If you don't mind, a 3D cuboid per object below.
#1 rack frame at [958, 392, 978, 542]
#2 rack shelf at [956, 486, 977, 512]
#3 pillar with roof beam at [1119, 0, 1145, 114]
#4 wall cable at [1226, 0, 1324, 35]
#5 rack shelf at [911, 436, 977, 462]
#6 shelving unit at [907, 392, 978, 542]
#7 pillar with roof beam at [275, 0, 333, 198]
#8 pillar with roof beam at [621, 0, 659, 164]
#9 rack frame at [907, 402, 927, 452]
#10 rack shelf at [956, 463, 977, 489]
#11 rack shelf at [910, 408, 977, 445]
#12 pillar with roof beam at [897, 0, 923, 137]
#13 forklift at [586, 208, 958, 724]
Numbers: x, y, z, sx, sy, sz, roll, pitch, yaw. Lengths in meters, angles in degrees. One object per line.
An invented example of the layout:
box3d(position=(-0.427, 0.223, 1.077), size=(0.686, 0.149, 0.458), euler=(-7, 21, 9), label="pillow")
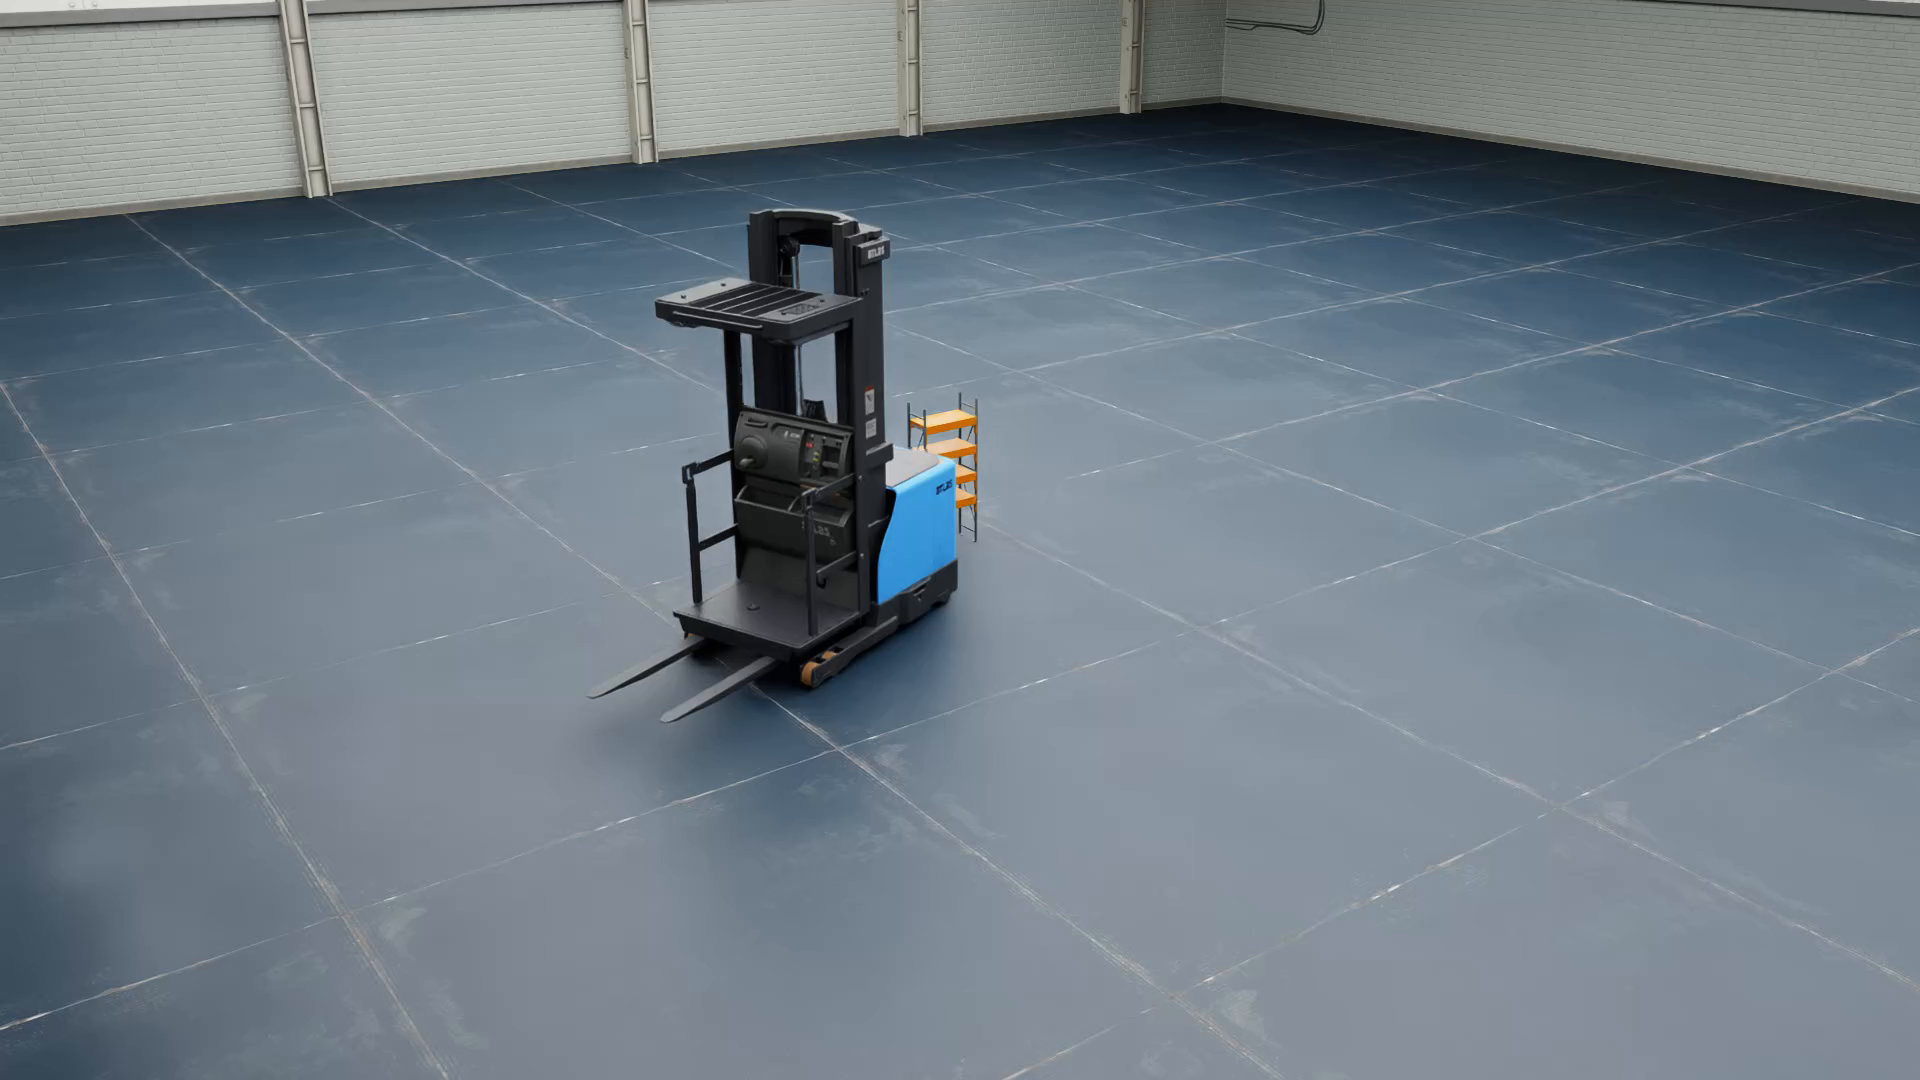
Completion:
box3d(position=(0.064, -0.574, 13.217), size=(0.015, 1.200, 0.240), euler=(-15, 26, -33), label="rack frame")
box3d(position=(-0.134, -0.275, 13.183), size=(0.480, 0.148, 0.258), euler=(-15, 26, -33), label="rack shelf")
box3d(position=(6.365, -12.561, 32.733), size=(0.400, 9.000, 9.100), euler=(-15, 26, -33), label="pillar with roof beam")
box3d(position=(7.014, -12.654, 37.156), size=(0.112, 2.526, 3.097), euler=(-15, 26, -33), label="wall cable")
box3d(position=(-0.134, -0.667, 13.026), size=(0.480, 0.148, 0.258), euler=(-15, 26, -33), label="rack shelf")
box3d(position=(-0.134, -0.521, 13.084), size=(0.503, 1.200, 0.258), euler=(-15, 26, -33), label="shelving unit")
box3d(position=(-8.246, -8.665, 22.970), size=(0.400, 9.000, 9.100), euler=(-15, 26, -33), label="pillar with roof beam")
box3d(position=(-3.376, -9.964, 26.224), size=(0.400, 9.000, 9.100), euler=(-15, 26, -33), label="pillar with roof beam")
box3d(position=(-0.332, -0.469, 12.952), size=(0.015, 1.200, 0.240), euler=(-15, 26, -33), label="rack frame")
box3d(position=(-0.134, -0.459, 13.109), size=(0.480, 0.148, 0.258), euler=(-15, 26, -33), label="rack shelf")
box3d(position=(-0.134, -0.886, 12.939), size=(0.480, 0.148, 0.258), euler=(-15, 26, -33), label="rack shelf")
box3d(position=(1.494, -11.263, 29.479), size=(0.400, 9.000, 9.100), euler=(-15, 26, -33), label="pillar with roof beam")
box3d(position=(-1.235, -0.589, 10.918), size=(1.130, 2.935, 3.031), euler=(13, 25, 30), label="forklift")
